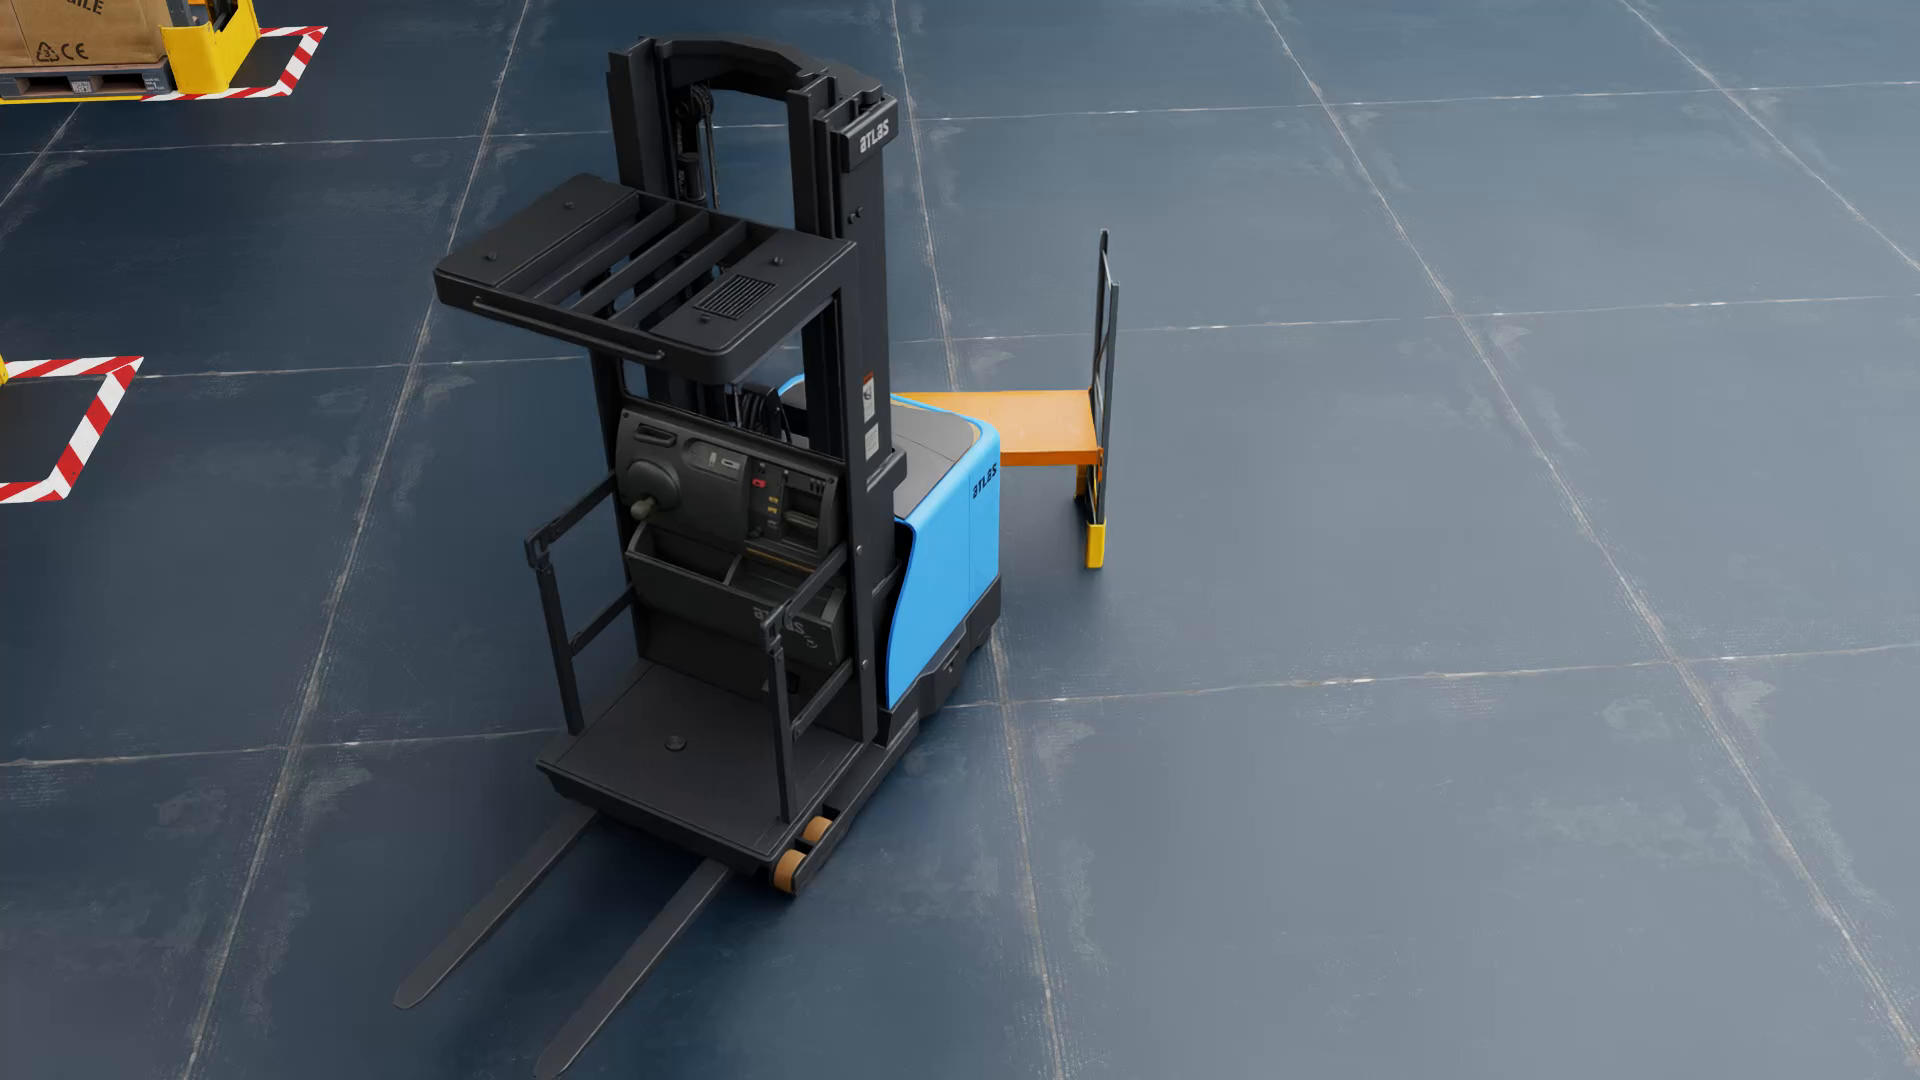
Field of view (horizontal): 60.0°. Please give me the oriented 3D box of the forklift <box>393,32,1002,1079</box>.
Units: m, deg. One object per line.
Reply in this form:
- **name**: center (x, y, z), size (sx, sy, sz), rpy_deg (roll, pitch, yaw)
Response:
- **forklift**: center (-0.947, -0.120, 5.858), size (1.130, 2.935, 3.031), rpy_deg (18, 42, 21)

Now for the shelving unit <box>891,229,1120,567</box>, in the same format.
- **shelving unit**: center (0.132, -0.630, 7.660), size (1.083, 1.500, 0.587), rpy_deg (-1, 38, -1)

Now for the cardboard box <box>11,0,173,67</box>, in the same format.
- **cardboard box**: center (-6.329, -4.068, 12.183), size (0.875, 0.875, 0.875), rpy_deg (-3, 38, -4)

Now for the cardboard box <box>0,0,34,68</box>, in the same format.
- **cardboard box**: center (-7.205, -4.019, 12.120), size (0.875, 0.875, 0.875), rpy_deg (-4, 38, -5)

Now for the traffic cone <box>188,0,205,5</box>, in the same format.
- **traffic cone**: center (-6.314, -4.667, 13.613), size (0.334, 0.463, 0.336), rpy_deg (-3, 38, -4)

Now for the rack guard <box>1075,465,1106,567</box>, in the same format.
- **rack guard**: center (0.630, -0.150, 8.060), size (0.087, 0.250, 0.587), rpy_deg (-1, 38, -1)

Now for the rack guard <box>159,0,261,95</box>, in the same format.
- **rack guard**: center (-5.635, -3.836, 12.530), size (0.348, 0.500, 1.175), rpy_deg (-3, 38, -4)

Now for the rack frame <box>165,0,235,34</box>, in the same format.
- **rack frame**: center (-5.659, -4.816, 11.754), size (0.127, 3.000, 1.000), rpy_deg (-3, 38, -4)

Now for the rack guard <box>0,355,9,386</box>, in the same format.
- **rack guard**: center (-5.396, -0.764, 8.637), size (0.348, 0.500, 1.175), rpy_deg (-3, 38, -4)

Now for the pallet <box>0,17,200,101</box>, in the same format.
- **pallet**: center (-6.449, -3.629, 12.501), size (1.213, 0.211, 1.003), rpy_deg (-3, 38, -4)

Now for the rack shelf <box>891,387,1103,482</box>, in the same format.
- **rack shelf**: center (0.141, -0.489, 7.772), size (1.000, 0.185, 0.538), rpy_deg (-1, 38, -1)

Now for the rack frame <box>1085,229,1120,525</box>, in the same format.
- **rack frame**: center (0.650, -0.641, 7.673), size (0.032, 1.500, 0.500), rpy_deg (-1, 38, -1)
